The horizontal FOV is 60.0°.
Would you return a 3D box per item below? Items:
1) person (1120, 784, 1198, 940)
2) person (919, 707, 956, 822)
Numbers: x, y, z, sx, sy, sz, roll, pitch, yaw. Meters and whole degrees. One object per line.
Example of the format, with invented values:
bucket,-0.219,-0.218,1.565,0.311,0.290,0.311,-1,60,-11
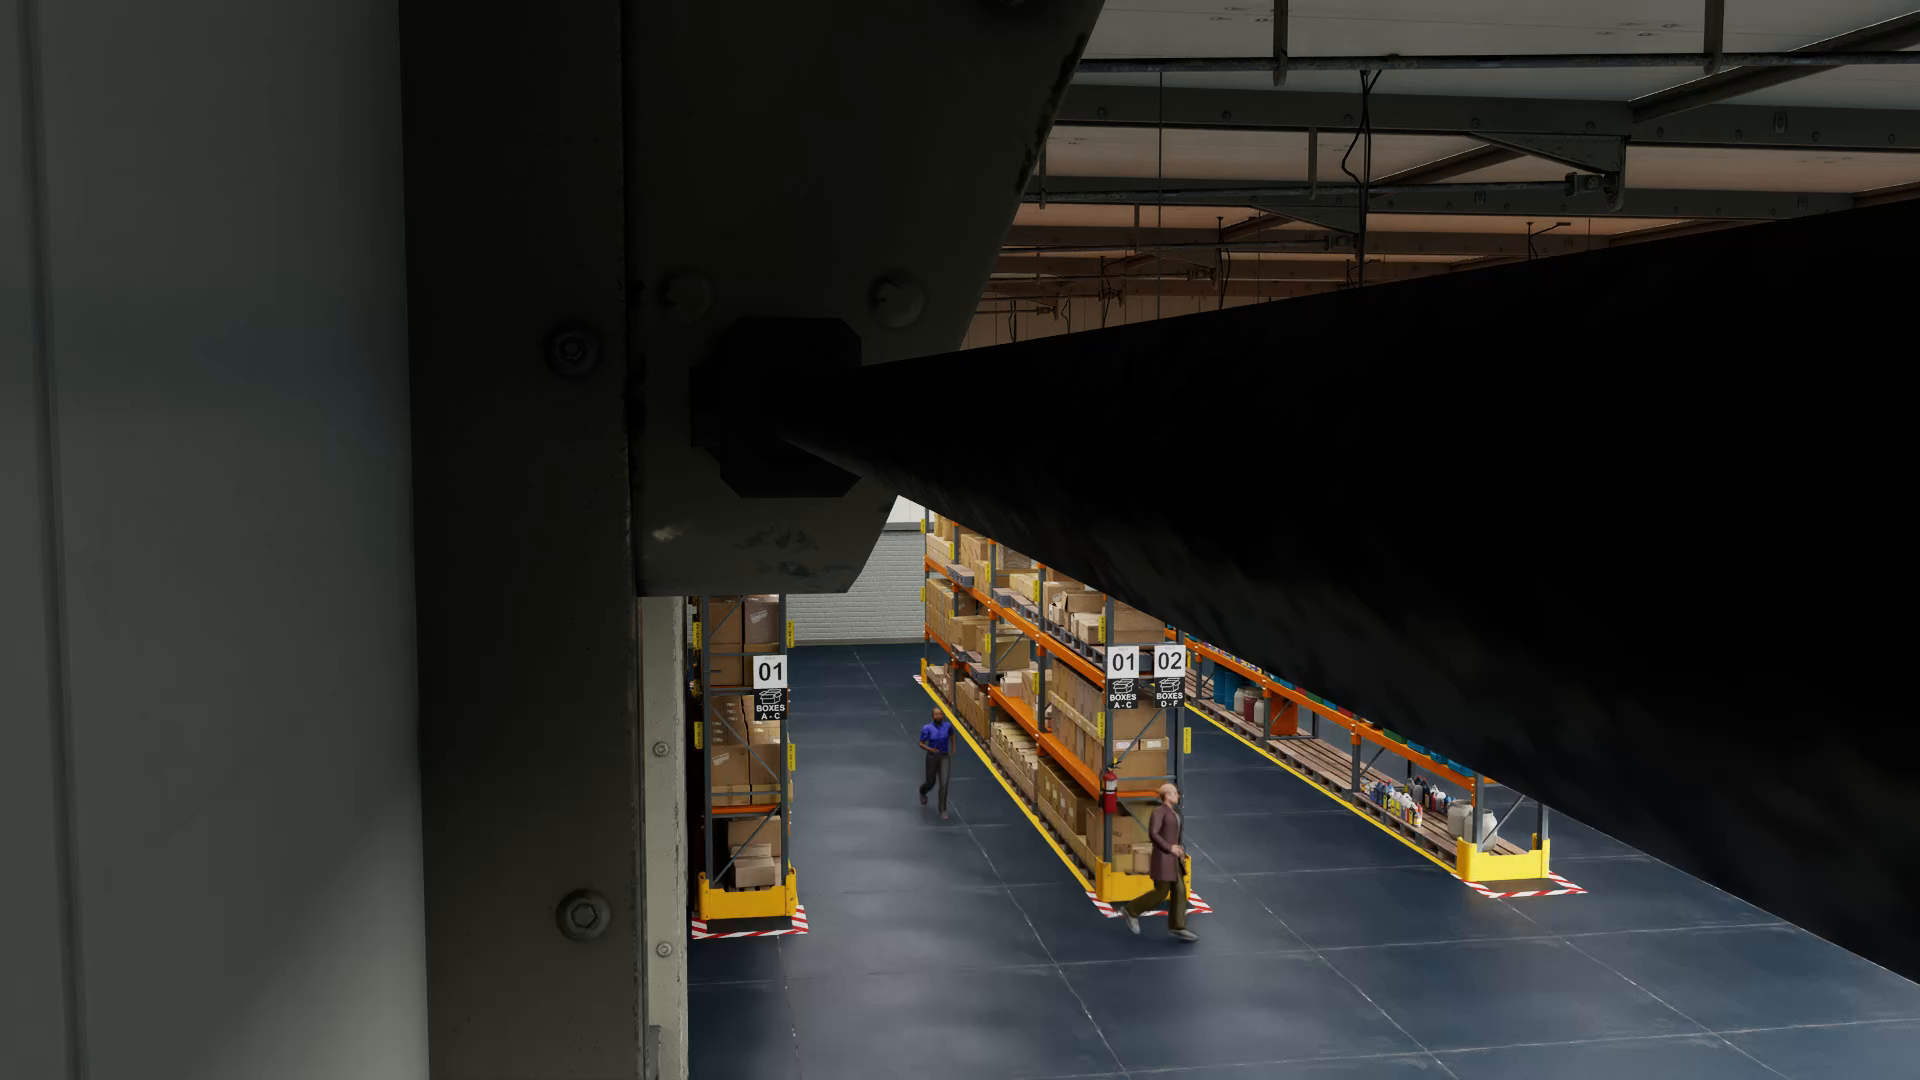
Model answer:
person,2.404,3.830,19.525,0.922,1.557,0.775,2,5,23
person,-0.341,3.321,25.010,0.589,1.653,0.918,-1,5,-13
